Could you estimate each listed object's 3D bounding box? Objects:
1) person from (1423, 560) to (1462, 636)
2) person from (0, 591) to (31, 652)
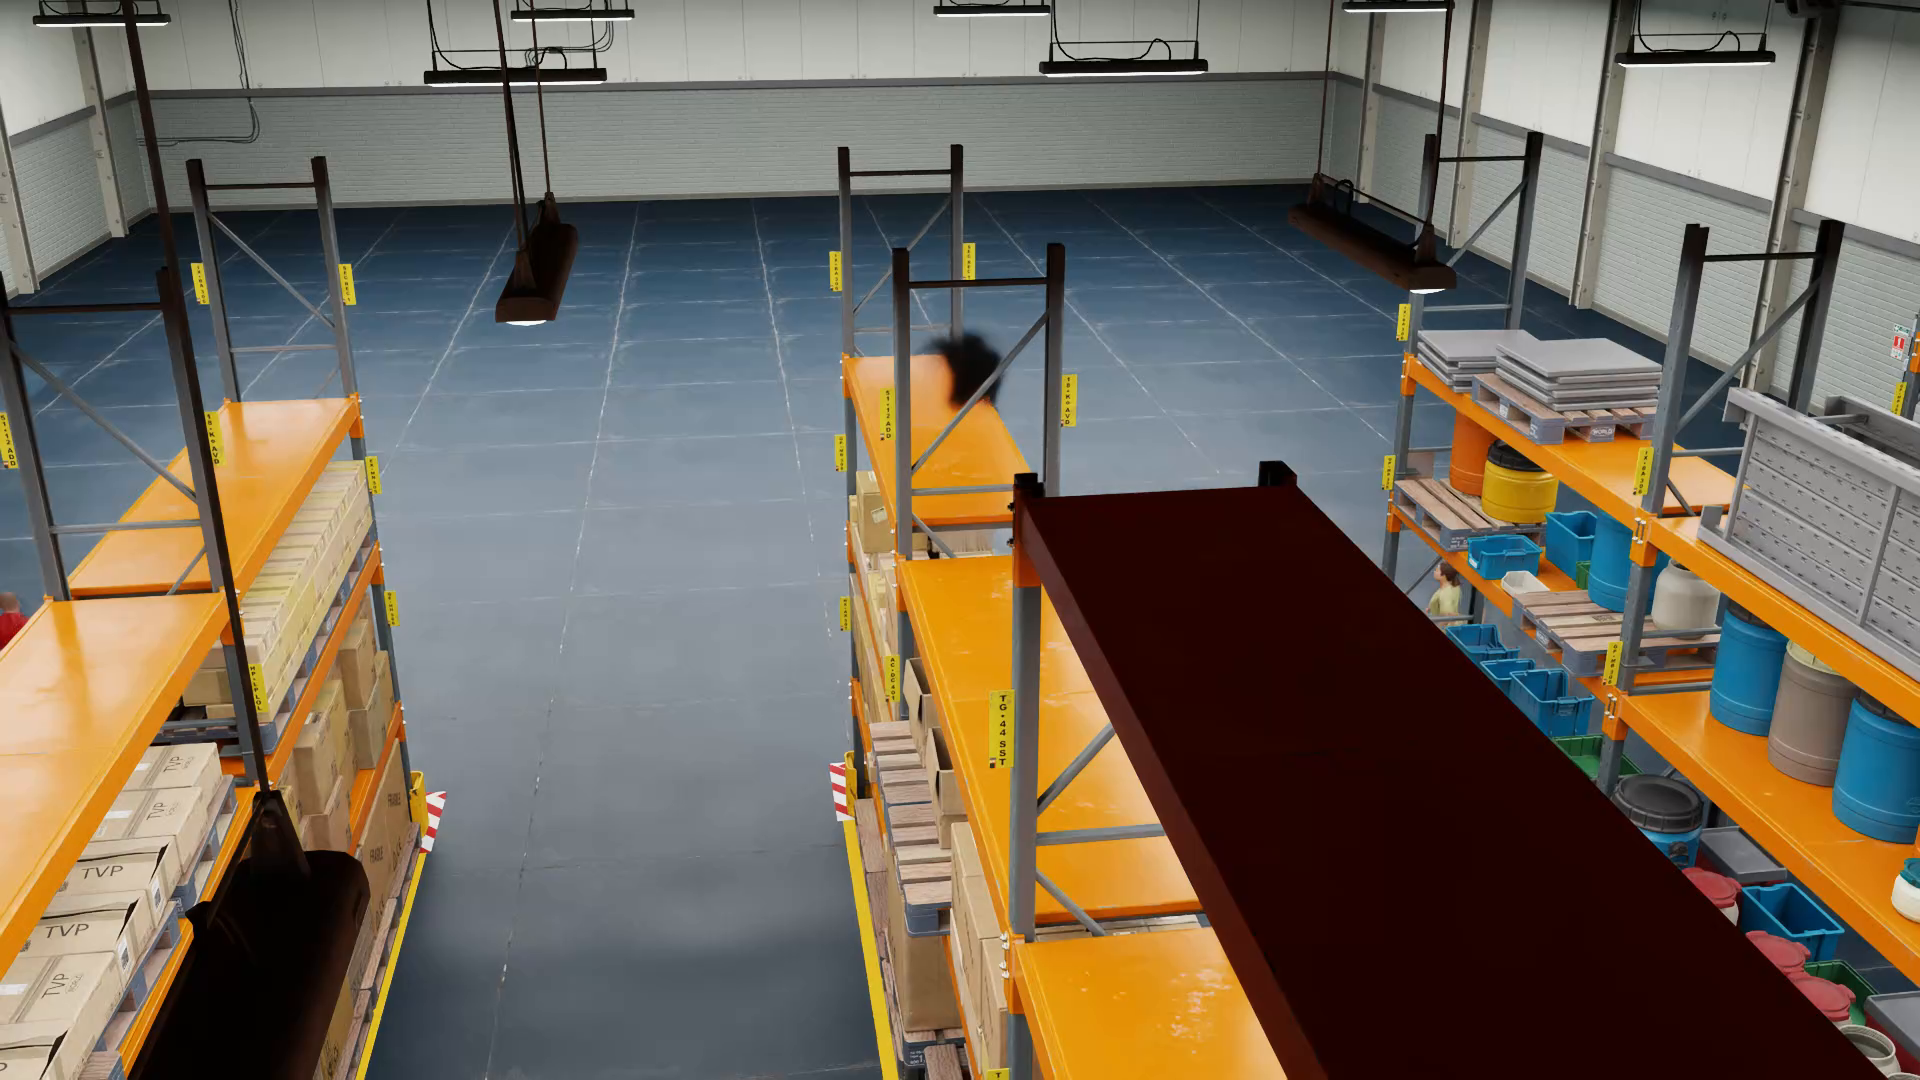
[{"bbox_3d":[4.983,0.965,17.023,0.617,1.624,0.615,12,24,27],"label":"person"},{"bbox_3d":[-9.038,1.265,16.279,0.847,1.642,0.705,-3,22,-9],"label":"person"}]
